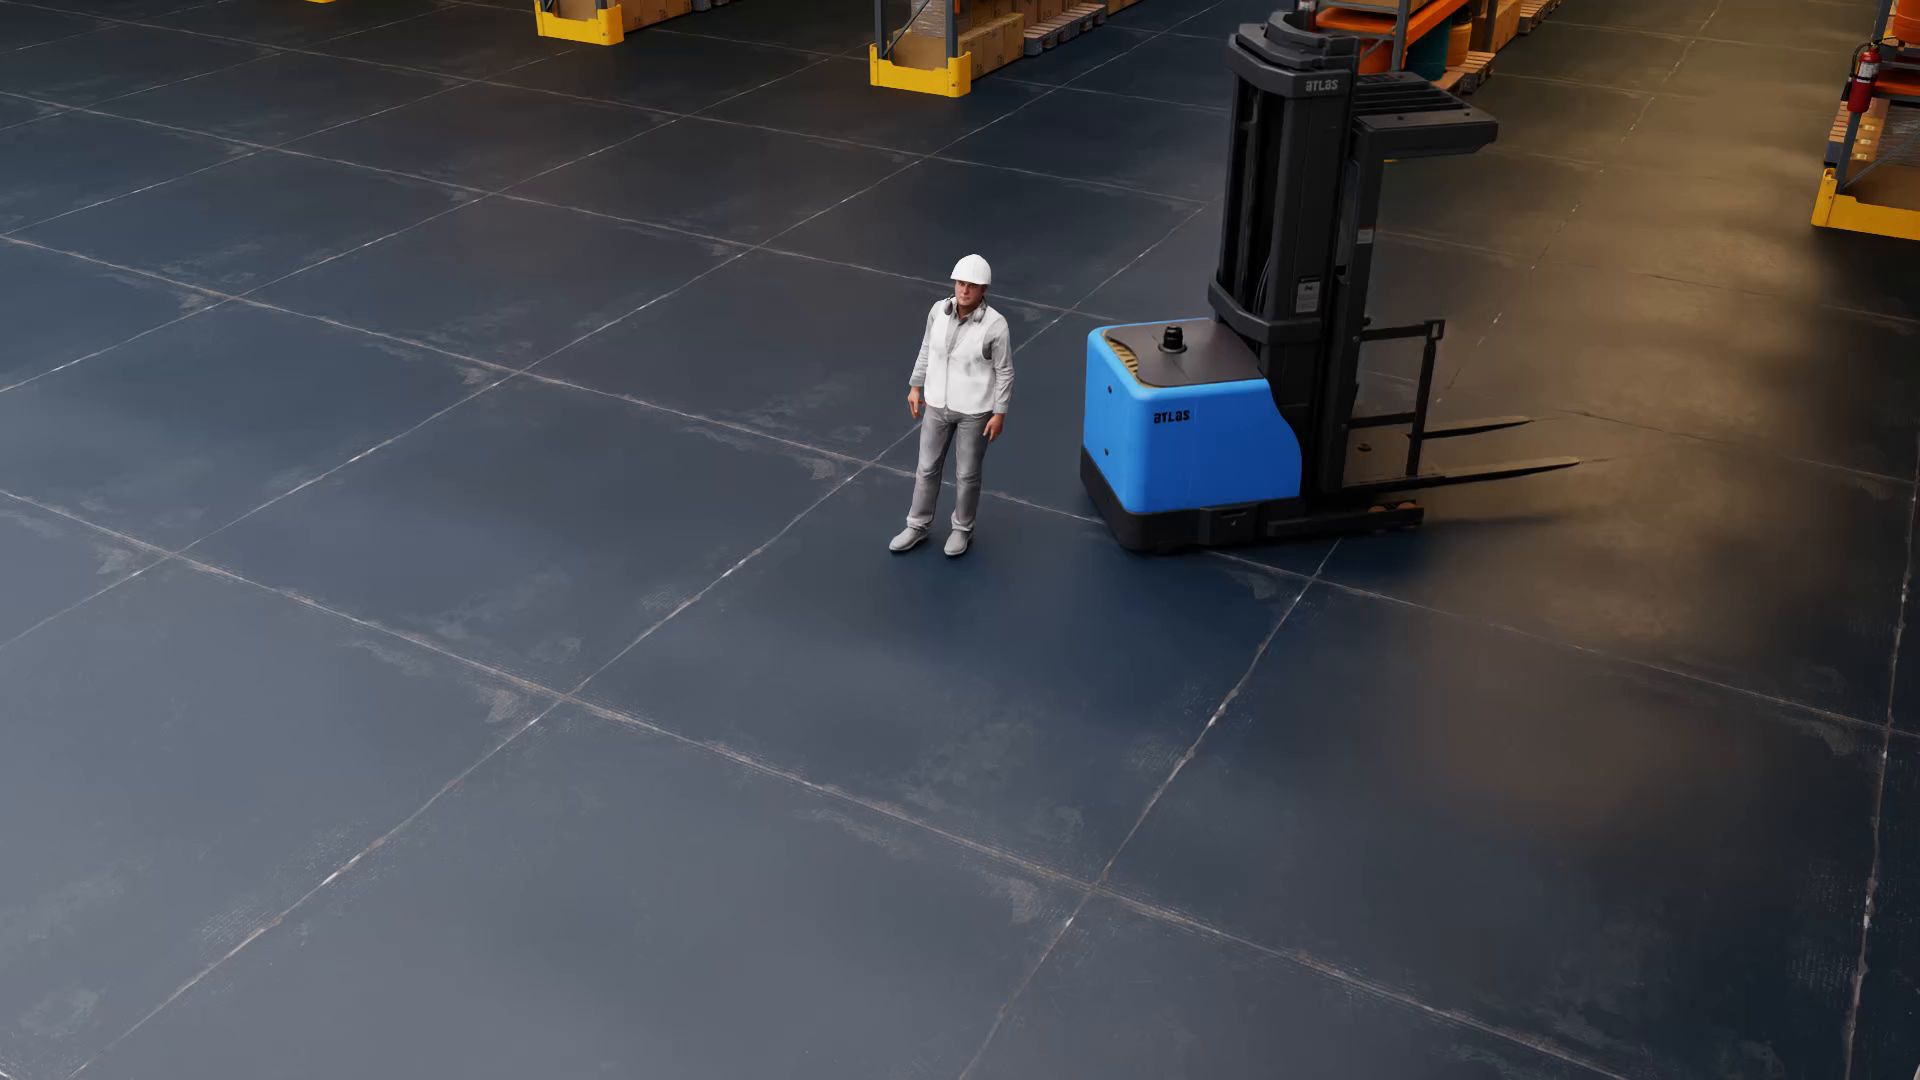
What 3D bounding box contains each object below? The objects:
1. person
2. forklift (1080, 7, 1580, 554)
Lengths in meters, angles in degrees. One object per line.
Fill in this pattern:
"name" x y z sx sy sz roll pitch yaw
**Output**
"person" -0.037 -0.749 9.511 0.633 1.775 0.566 15 33 25
"forklift" 2.334 -1.559 9.772 3.031 2.935 1.130 -6 31 -11
